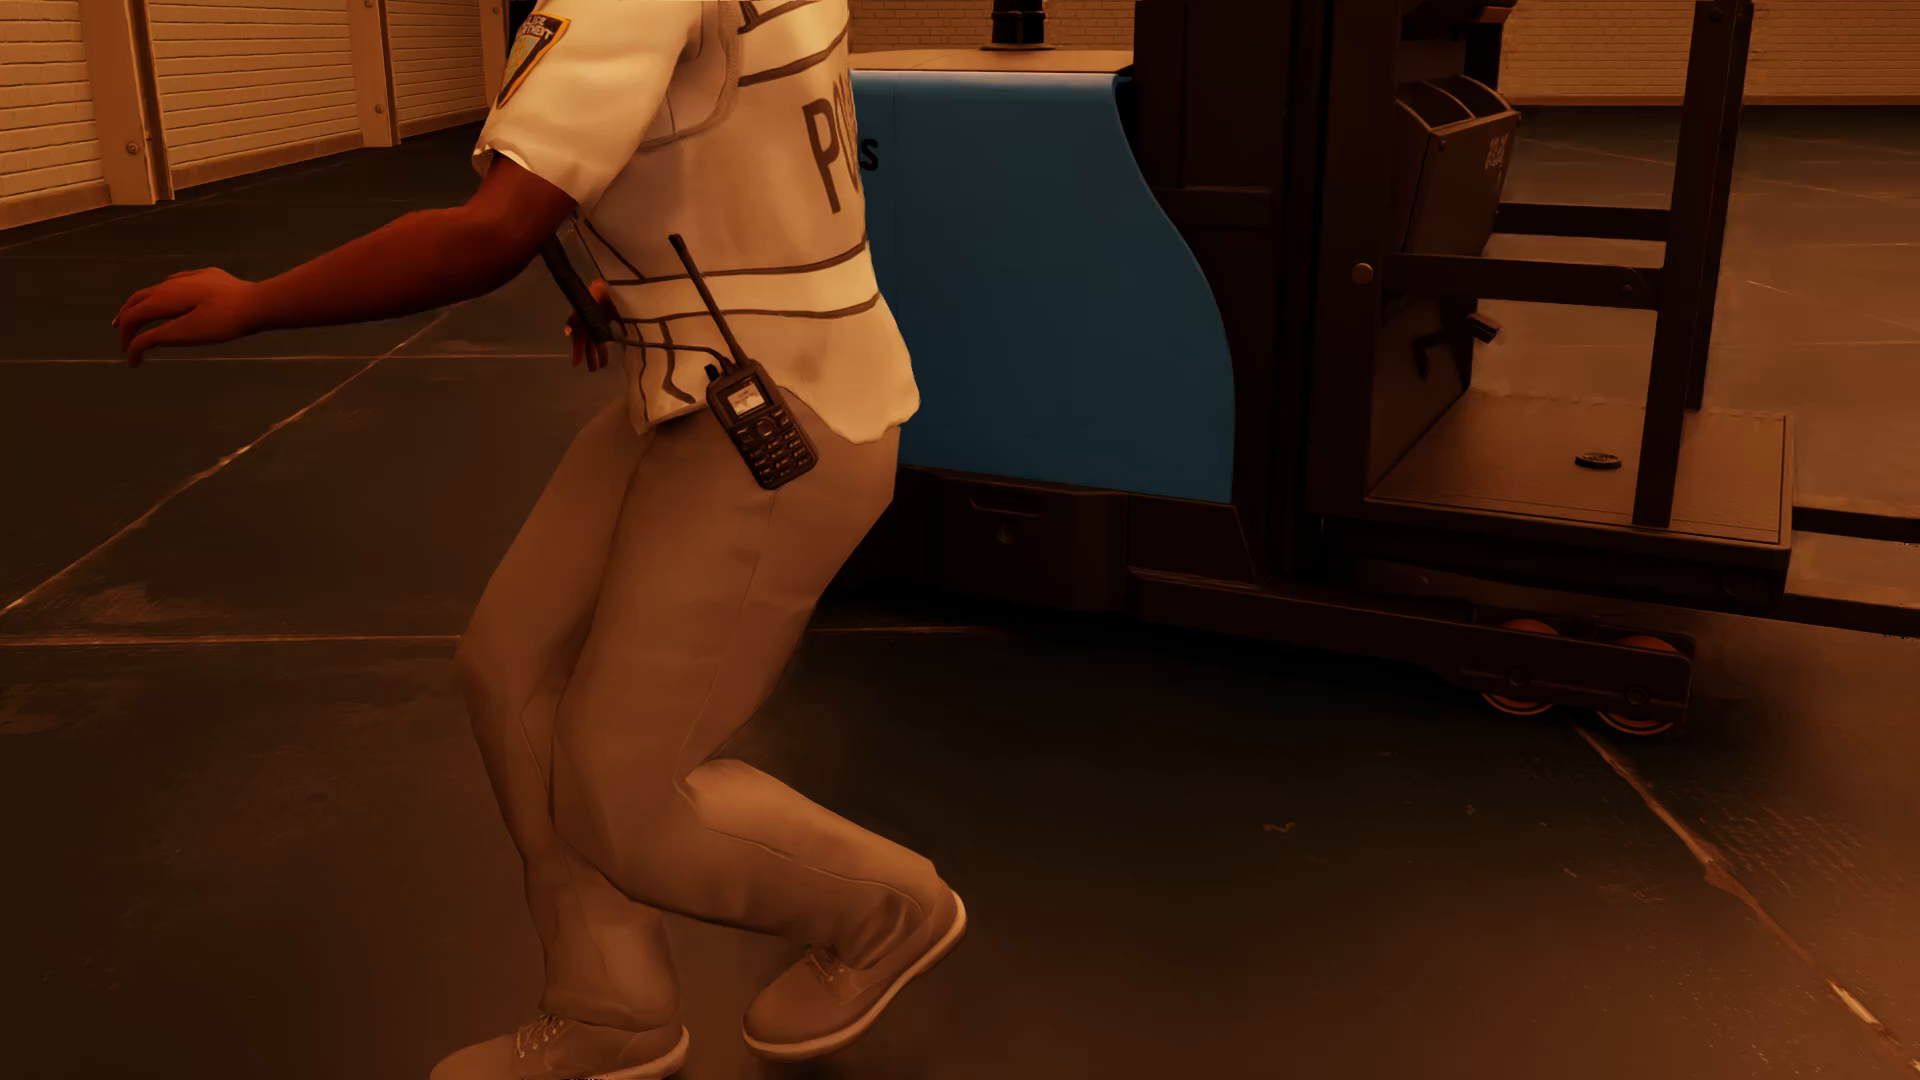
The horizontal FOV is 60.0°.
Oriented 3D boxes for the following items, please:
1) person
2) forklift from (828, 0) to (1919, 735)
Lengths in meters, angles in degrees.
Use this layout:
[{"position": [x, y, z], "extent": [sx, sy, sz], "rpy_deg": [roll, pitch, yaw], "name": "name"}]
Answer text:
[{"position": [-0.402, -0.144, 1.752], "extent": [0.793, 1.552, 0.792], "rpy_deg": [-4, 17, -12], "name": "person"}, {"position": [1.128, -1.246, 2.982], "extent": [3.031, 2.935, 1.130], "rpy_deg": [8, 19, 25], "name": "forklift"}]
